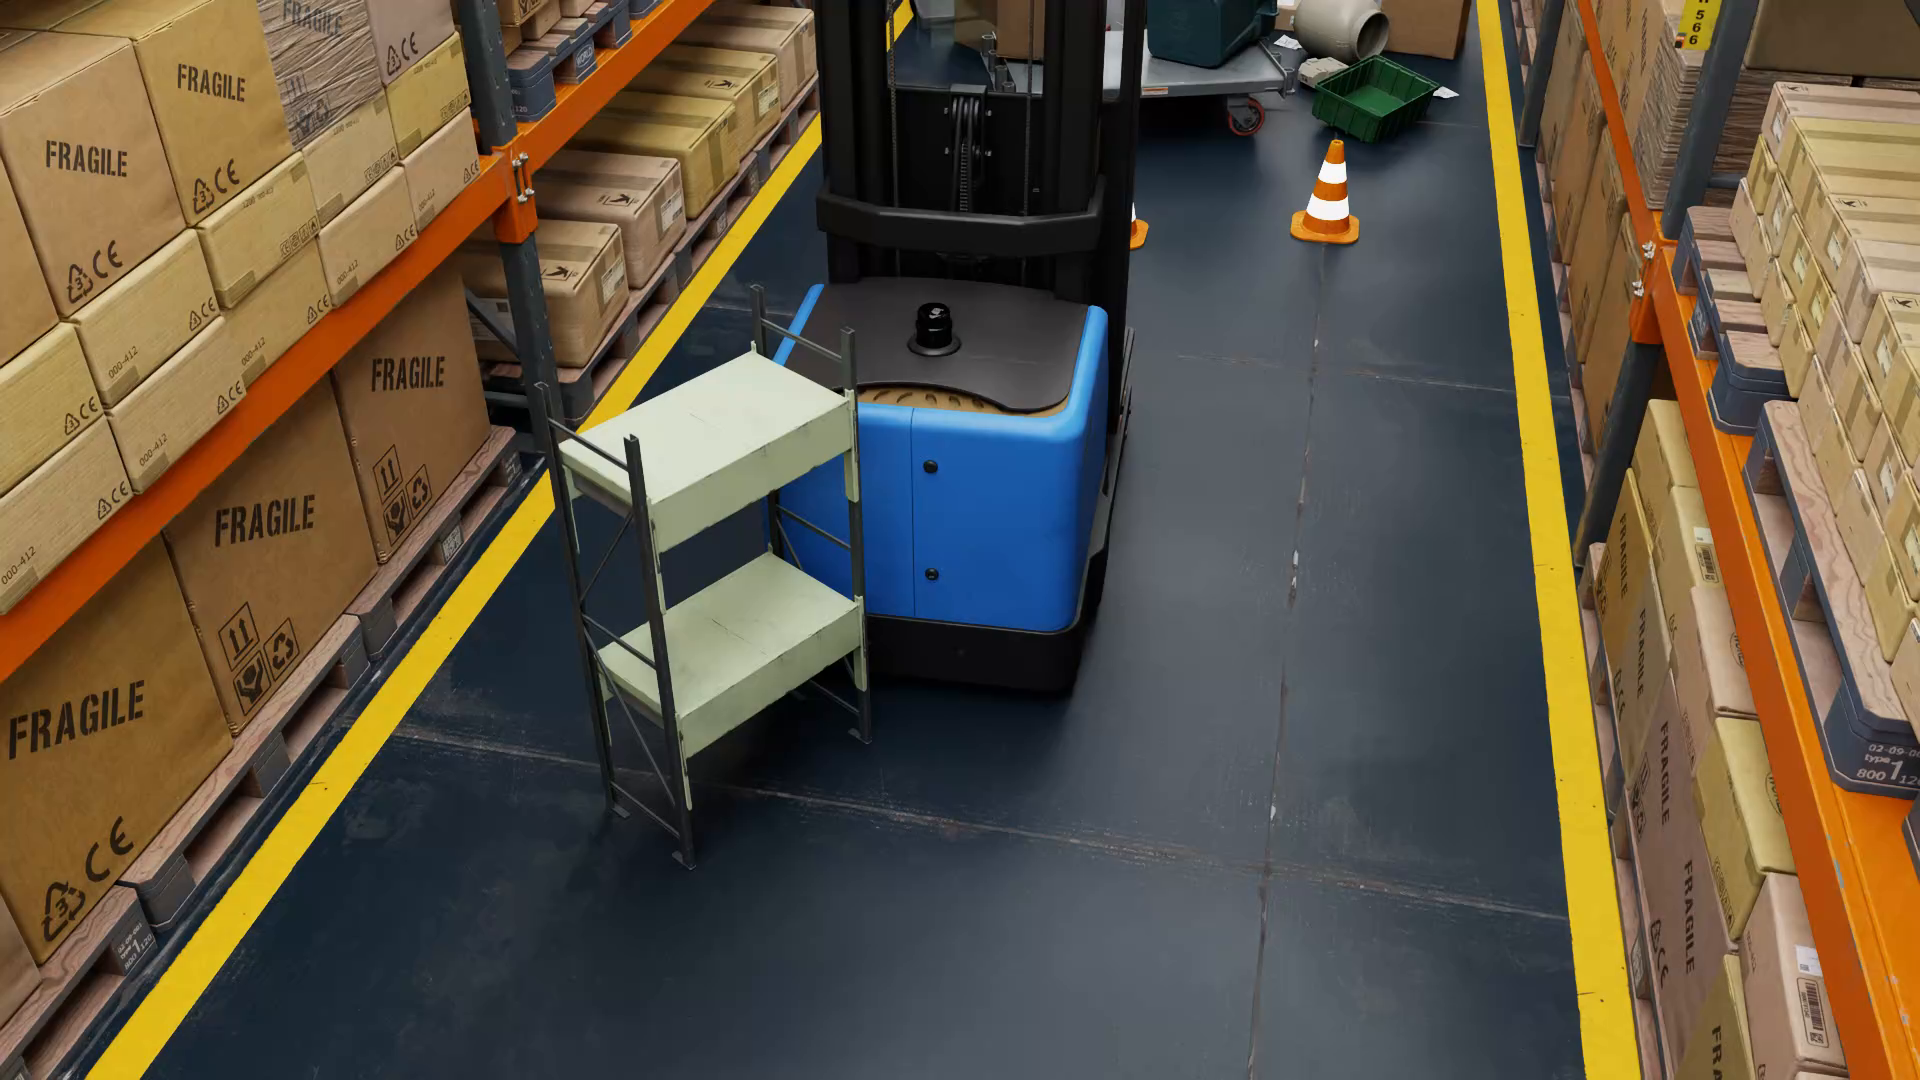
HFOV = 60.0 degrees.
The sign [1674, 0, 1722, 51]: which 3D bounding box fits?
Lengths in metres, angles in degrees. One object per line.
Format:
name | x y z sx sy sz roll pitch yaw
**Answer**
sign | 2.214 -1.617 4.939 0.100 0.325 0.005 7 37 10

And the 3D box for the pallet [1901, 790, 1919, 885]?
pallet | 2.207 0.870 2.657 1.003 0.211 1.213 7 37 10

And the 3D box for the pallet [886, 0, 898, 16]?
pallet | -0.879 -3.899 11.449 1.003 0.211 1.213 7 37 10

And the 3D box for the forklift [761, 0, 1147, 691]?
forklift | 0.105 -1.551 5.893 1.130 2.935 3.031 6 36 8

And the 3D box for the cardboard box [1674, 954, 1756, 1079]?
cardboard box | 1.924 1.304 3.666 0.500 0.500 0.500 6 36 9

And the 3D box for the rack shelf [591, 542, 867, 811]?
rack shelf | -0.685 0.392 4.987 0.431 0.370 0.720 28 45 33

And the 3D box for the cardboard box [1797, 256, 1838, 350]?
cardboard box | 2.294 -0.564 4.075 0.380 0.149 0.250 7 37 10

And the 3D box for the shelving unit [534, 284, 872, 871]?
shelving unit | -0.685 0.128 4.796 0.431 1.500 0.755 28 45 33

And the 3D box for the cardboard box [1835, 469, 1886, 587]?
cardboard box | 2.126 -0.009 3.562 0.380 0.149 0.250 6 36 8

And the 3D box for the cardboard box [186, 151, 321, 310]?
cardboard box | -2.151 -0.885 4.617 0.500 0.250 0.500 6 36 9

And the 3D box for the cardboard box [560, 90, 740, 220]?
cardboard box | -1.653 -1.930 8.239 0.950 0.372 0.625 8 37 12

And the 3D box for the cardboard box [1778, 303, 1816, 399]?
cardboard box | 2.293 -0.455 4.177 0.380 0.149 0.250 9 37 12

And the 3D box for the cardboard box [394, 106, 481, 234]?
cardboard box | -1.955 -1.260 5.561 0.500 0.250 0.500 6 36 8

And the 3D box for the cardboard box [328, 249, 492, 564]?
cardboard box | -2.330 -0.568 5.930 0.875 0.875 0.875 7 37 10

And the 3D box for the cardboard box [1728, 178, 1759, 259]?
cardboard box | 2.464 -0.918 4.817 0.380 0.149 0.250 7 36 9

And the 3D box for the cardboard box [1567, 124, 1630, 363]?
cardboard box | 3.158 -1.179 6.881 1.050 0.750 0.750 8 37 11

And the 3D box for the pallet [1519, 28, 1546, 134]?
pallet | 3.850 -2.671 9.756 1.003 0.211 1.213 7 37 10

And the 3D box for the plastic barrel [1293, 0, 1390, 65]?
plastic barrel | 2.355 -3.174 10.268 0.421 0.421 0.512 -24 42 -30

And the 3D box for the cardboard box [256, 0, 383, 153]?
cardboard box | -2.057 -1.464 4.777 0.500 0.500 0.500 8 37 11

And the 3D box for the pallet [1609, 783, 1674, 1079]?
pallet | 2.325 1.193 4.424 1.003 0.211 1.213 7 37 10

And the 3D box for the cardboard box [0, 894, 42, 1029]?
cardboard box | -2.901 0.975 3.802 0.875 0.875 0.875 8 37 11

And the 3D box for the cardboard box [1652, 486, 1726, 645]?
cardboard box | 2.264 0.113 4.671 0.500 0.250 0.500 7 37 9

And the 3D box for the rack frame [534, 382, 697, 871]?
rack frame | -0.933 0.286 4.578 0.400 1.500 0.023 28 45 33

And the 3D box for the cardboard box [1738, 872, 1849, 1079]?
cardboard box | 1.937 0.999 3.449 0.500 0.250 0.500 9 37 12

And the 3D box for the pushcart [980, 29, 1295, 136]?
pushcart | 0.991 -2.618 9.540 1.648 0.377 0.936 -5 36 -6

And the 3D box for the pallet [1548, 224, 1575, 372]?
pallet | 3.261 -1.092 7.576 1.003 0.211 1.213 7 37 10

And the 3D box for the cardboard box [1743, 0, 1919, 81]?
cardboard box | 2.862 -1.782 5.216 0.700 0.500 0.500 7 37 10

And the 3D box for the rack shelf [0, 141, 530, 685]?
rack shelf | -2.528 -0.206 4.591 1.077 0.370 4.000 7 37 10

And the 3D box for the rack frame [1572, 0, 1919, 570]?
rack frame | 2.756 -1.081 5.185 1.000 3.000 0.127 7 37 10

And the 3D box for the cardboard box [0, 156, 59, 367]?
cardboard box | -2.389 -0.594 3.576 0.500 0.500 0.500 6 36 9

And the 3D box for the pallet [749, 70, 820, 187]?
pallet | -1.411 -2.361 9.328 1.003 0.211 1.213 7 37 10

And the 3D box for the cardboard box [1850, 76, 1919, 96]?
cardboard box | 3.116 -1.345 5.464 0.500 0.500 0.500 8 37 10

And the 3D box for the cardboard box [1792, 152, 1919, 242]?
cardboard box | 2.357 -0.855 4.223 0.380 0.149 0.250 7 37 10

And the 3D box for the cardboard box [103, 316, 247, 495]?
cardboard box | -2.254 -0.383 4.350 0.500 0.250 0.500 7 36 9

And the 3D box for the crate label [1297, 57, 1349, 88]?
crate label | 2.188 -2.799 9.995 0.298 0.136 0.250 -17 39 -22

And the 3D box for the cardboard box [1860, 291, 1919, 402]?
cardboard box | 2.189 -0.396 3.589 0.380 0.149 0.250 8 37 11

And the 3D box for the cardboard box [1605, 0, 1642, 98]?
cardboard box | 2.805 -1.986 6.348 0.500 0.500 0.500 7 36 9

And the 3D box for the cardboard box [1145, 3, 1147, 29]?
cardboard box | 1.514 -3.412 10.414 0.797 0.637 0.503 7 37 10

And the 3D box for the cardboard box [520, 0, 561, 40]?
cardboard box | -1.757 -2.033 6.355 0.380 0.149 0.250 5 36 7

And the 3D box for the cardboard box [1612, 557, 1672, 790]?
cardboard box | 2.252 0.423 4.882 0.500 0.500 0.500 8 37 11

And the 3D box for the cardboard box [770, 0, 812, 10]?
cardboard box | -0.857 -3.298 10.229 0.500 0.250 0.500 6 36 8

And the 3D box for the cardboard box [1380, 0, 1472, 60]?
cardboard box | 2.940 -3.382 10.488 0.500 0.500 0.500 14 38 18

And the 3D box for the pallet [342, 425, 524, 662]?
pallet | -2.343 -0.072 6.169 1.003 0.211 1.213 7 37 10

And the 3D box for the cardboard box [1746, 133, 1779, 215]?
cardboard box | 2.457 -1.018 4.701 0.380 0.149 0.250 9 37 12

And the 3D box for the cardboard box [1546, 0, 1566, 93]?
cardboard box | 3.814 -3.036 9.335 0.875 0.875 0.875 8 37 11

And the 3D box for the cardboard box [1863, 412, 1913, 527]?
cardboard box | 2.130 -0.124 3.468 0.380 0.149 0.250 9 37 12
